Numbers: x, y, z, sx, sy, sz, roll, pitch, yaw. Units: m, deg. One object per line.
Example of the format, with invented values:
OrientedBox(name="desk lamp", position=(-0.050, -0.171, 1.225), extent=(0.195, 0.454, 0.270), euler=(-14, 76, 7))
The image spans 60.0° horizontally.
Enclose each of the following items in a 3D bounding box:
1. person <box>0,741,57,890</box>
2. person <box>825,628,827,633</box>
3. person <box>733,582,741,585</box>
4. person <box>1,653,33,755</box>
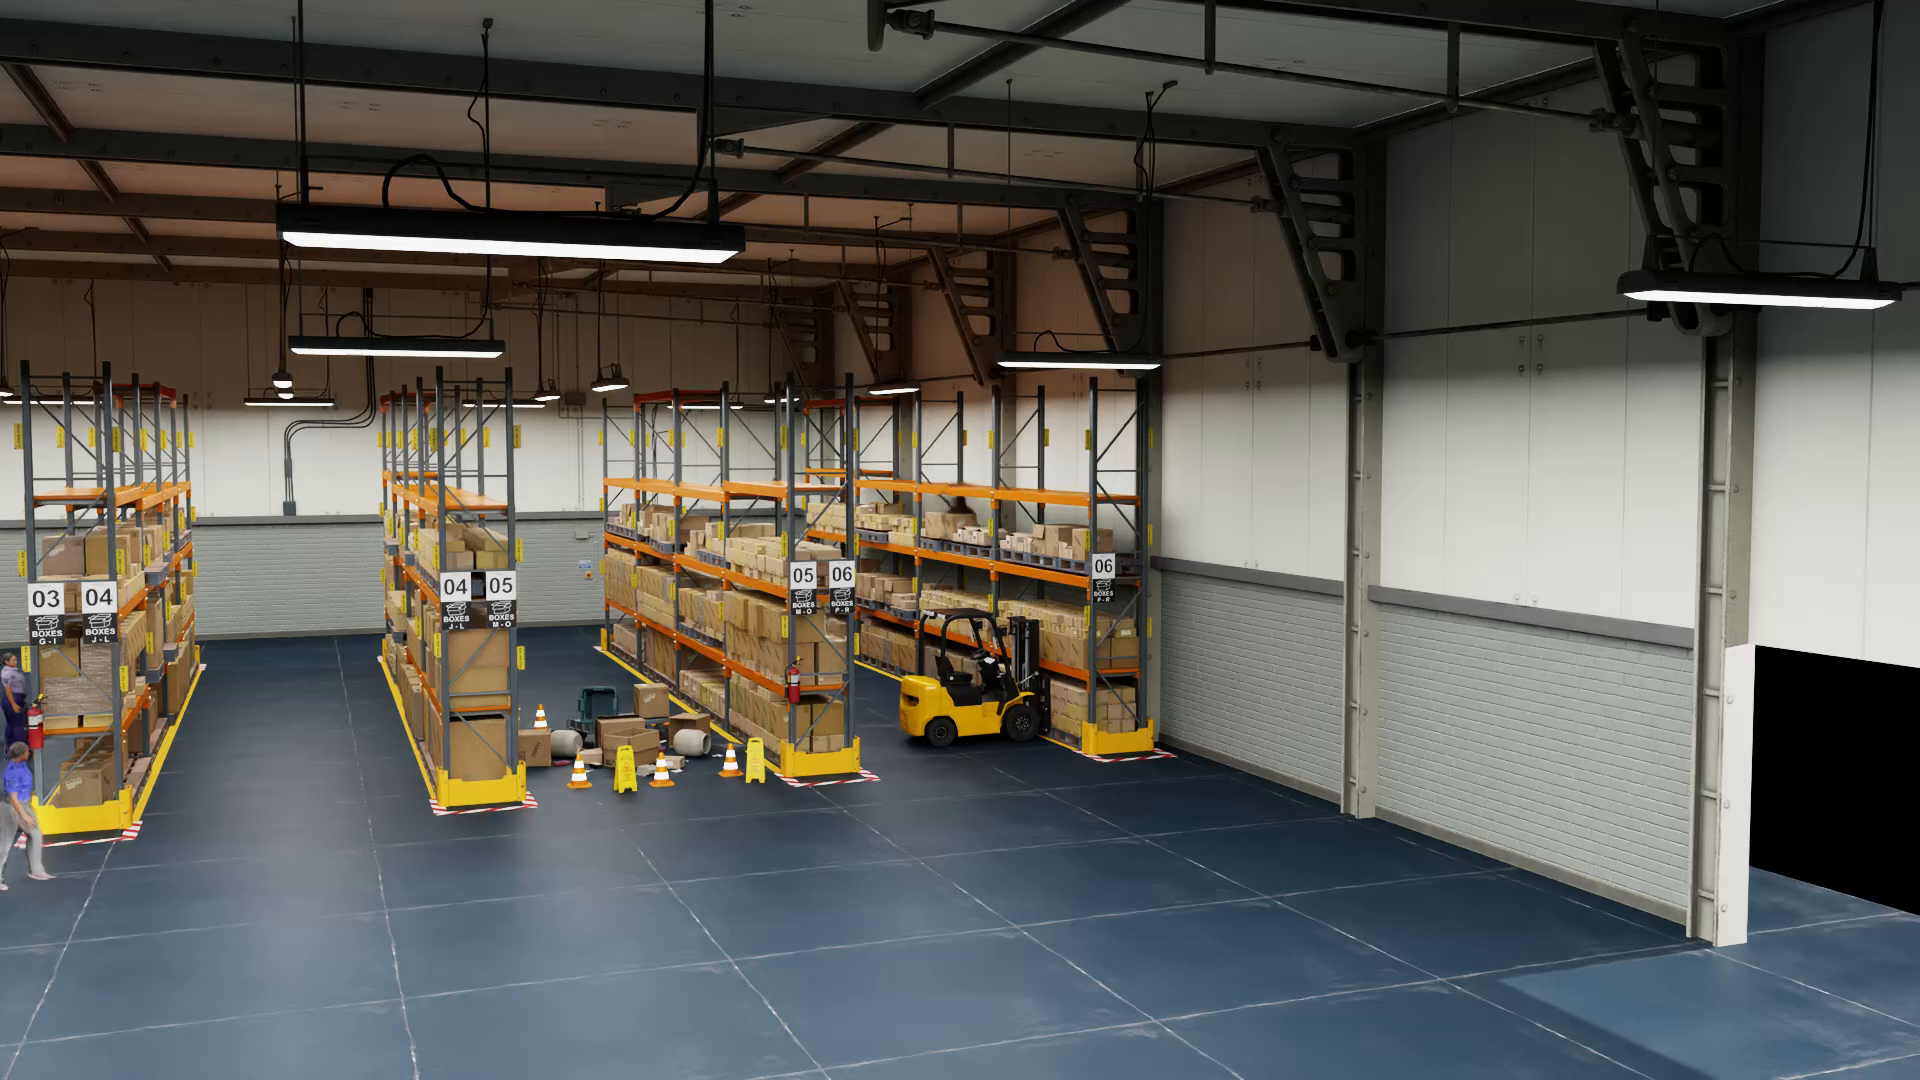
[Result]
OrientedBox(name="person", position=(-10.571, 3.088, 18.668), extent=(0.576, 1.655, 0.603), euler=(0, 3, -4))
OrientedBox(name="person", position=(-2.713, 2.151, 32.299), extent=(0.468, 1.590, 0.383), euler=(3, 4, 37))
OrientedBox(name="person", position=(-5.054, 1.833, 37.694), extent=(0.444, 1.791, 0.616), euler=(-2, 4, -29))
OrientedBox(name="person", position=(-14.900, 2.608, 26.300), extent=(0.450, 1.613, 0.555), euler=(-2, 4, -36))
